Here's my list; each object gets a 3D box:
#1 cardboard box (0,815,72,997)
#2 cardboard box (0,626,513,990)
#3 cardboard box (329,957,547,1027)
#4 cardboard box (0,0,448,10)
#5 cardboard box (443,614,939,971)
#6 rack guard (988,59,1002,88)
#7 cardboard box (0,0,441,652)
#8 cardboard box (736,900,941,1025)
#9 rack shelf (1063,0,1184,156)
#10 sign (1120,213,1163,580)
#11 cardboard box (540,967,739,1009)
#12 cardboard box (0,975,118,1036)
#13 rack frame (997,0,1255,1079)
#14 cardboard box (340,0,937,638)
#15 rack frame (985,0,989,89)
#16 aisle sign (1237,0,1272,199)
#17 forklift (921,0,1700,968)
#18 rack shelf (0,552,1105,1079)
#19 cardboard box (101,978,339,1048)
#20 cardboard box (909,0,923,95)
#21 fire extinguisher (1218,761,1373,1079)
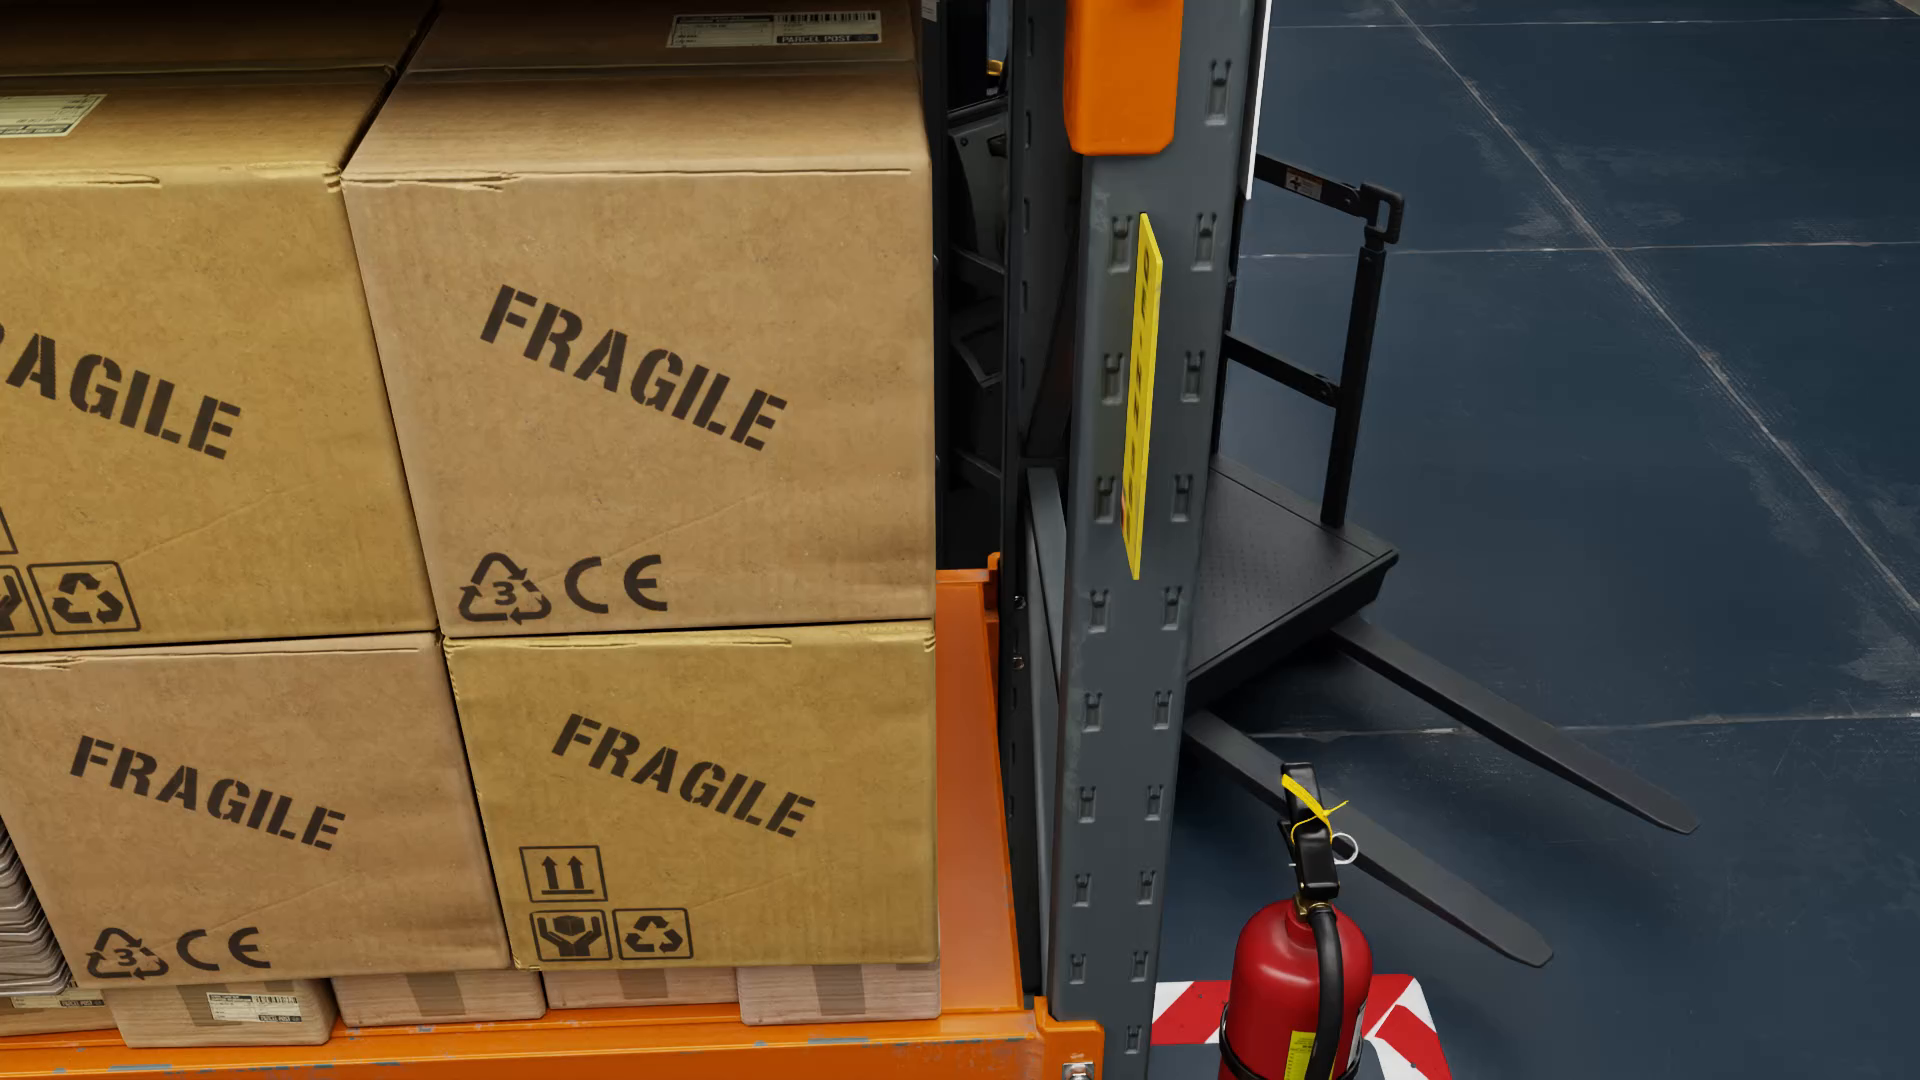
[{"bbox_3d":[-1.302,0.192,1.987,0.500,0.500,0.500,-1,35,-2],"label":"cardboard box"},{"bbox_3d":[-0.796,0.173,2.015,0.500,0.500,0.500,-2,35,-3],"label":"cardboard box"},{"bbox_3d":[-0.657,0.441,2.198,0.250,0.149,0.380,-2,35,-3],"label":"cardboard box"},{"bbox_3d":[-0.809,-0.529,2.151,0.500,0.500,0.500,-1,35,-1],"label":"cardboard box"},{"bbox_3d":[-0.281,0.162,2.031,0.500,0.500,0.500,-1,35,-1],"label":"cardboard box"},{"bbox_3d":[0.045,-1.628,7.163,0.348,0.500,1.175,-2,35,-2],"label":"rack guard"},{"bbox_3d":[-0.796,-0.240,1.733,0.500,0.500,0.500,-3,35,-4],"label":"cardboard box"},{"bbox_3d":[-0.157,0.440,2.199,0.250,0.149,0.380,-1,35,-2],"label":"cardboard box"},{"bbox_3d":[-1.842,-0.717,1.646,4.000,0.370,1.077,-2,35,-2],"label":"rack shelf"},{"bbox_3d":[0.162,-0.123,1.497,0.005,0.325,0.100,-2,35,-2],"label":"sign"},{"bbox_3d":[-0.407,0.425,2.220,0.250,0.149,0.380,-2,35,-2],"label":"cardboard box"},{"bbox_3d":[-1.175,0.451,2.183,0.250,0.149,0.380,-3,35,-4],"label":"cardboard box"},{"bbox_3d":[0.155,0.167,2.373,0.127,3.000,1.000,-2,35,-2],"label":"rack frame"},{"bbox_3d":[-0.290,-0.254,1.753,0.500,0.500,0.500,-2,35,-3],"label":"cardboard box"},{"bbox_3d":[0.021,-2.655,6.450,0.127,3.000,1.000,-2,35,-2],"label":"rack frame"},{"bbox_3d":[0.242,-0.733,1.389,0.004,0.787,0.394,-2,35,-2],"label":"aisle sign"},{"bbox_3d":[0.499,-0.887,3.957,1.130,2.935,3.031,-26,42,-32],"label":"forklift"},{"bbox_3d":[-1.842,0.517,2.499,4.000,0.370,1.077,-2,35,-2],"label":"rack shelf"},{"bbox_3d":[-0.911,0.461,2.169,0.250,0.149,0.380,-1,35,-1],"label":"cardboard box"},{"bbox_3d":[-0.306,-0.546,2.176,0.500,0.500,0.500,-2,35,-3],"label":"cardboard box"},{"bbox_3d":[0.429,0.608,2.131,0.183,0.674,0.296,-2,35,-2],"label":"fire extinguisher"}]
